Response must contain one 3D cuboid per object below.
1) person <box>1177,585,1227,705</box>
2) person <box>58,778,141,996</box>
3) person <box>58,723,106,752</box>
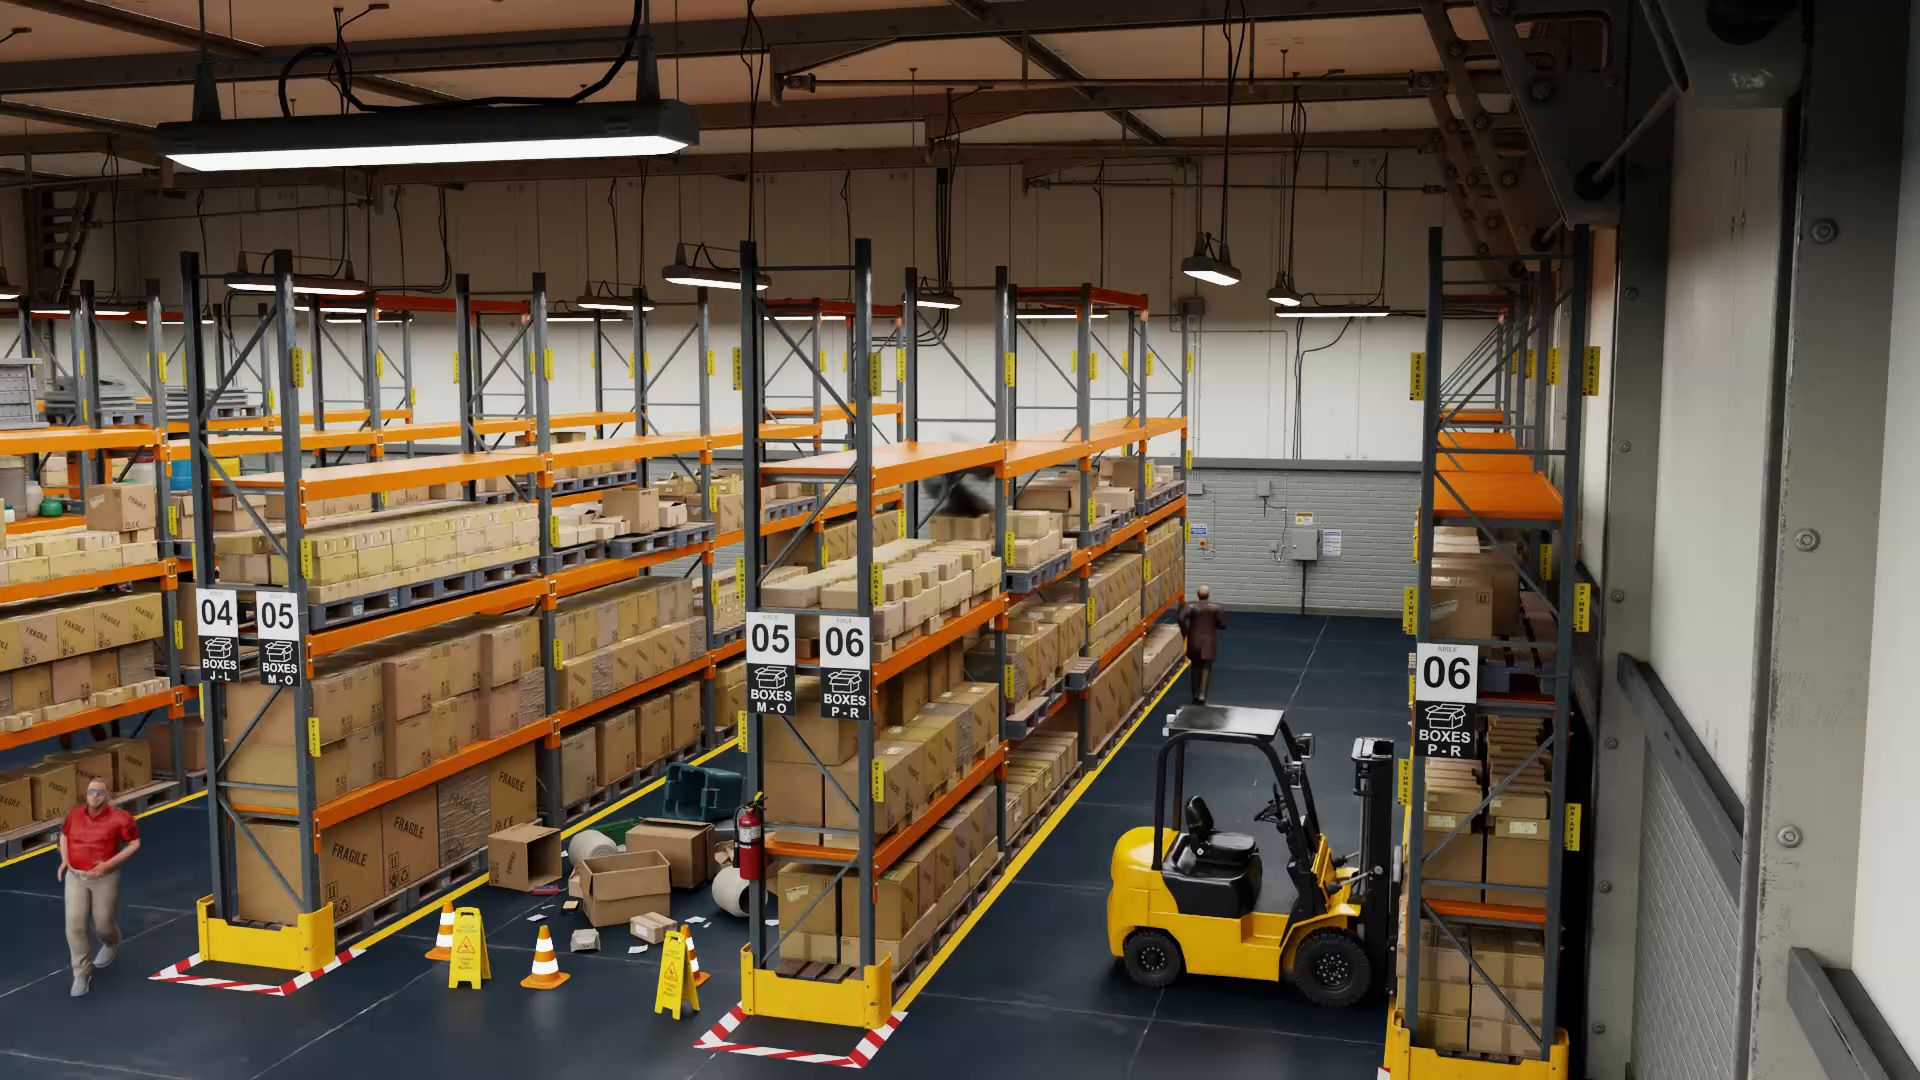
[{"bbox_3d":[3.530,1.568,24.217,0.697,1.831,0.966,2,7,14],"label":"person"},{"bbox_3d":[-7.097,2.814,13.738,0.658,1.715,0.766,-1,7,-12],"label":"person"},{"bbox_3d":[-11.061,1.946,20.823,0.643,1.844,0.876,1,6,5],"label":"person"}]
